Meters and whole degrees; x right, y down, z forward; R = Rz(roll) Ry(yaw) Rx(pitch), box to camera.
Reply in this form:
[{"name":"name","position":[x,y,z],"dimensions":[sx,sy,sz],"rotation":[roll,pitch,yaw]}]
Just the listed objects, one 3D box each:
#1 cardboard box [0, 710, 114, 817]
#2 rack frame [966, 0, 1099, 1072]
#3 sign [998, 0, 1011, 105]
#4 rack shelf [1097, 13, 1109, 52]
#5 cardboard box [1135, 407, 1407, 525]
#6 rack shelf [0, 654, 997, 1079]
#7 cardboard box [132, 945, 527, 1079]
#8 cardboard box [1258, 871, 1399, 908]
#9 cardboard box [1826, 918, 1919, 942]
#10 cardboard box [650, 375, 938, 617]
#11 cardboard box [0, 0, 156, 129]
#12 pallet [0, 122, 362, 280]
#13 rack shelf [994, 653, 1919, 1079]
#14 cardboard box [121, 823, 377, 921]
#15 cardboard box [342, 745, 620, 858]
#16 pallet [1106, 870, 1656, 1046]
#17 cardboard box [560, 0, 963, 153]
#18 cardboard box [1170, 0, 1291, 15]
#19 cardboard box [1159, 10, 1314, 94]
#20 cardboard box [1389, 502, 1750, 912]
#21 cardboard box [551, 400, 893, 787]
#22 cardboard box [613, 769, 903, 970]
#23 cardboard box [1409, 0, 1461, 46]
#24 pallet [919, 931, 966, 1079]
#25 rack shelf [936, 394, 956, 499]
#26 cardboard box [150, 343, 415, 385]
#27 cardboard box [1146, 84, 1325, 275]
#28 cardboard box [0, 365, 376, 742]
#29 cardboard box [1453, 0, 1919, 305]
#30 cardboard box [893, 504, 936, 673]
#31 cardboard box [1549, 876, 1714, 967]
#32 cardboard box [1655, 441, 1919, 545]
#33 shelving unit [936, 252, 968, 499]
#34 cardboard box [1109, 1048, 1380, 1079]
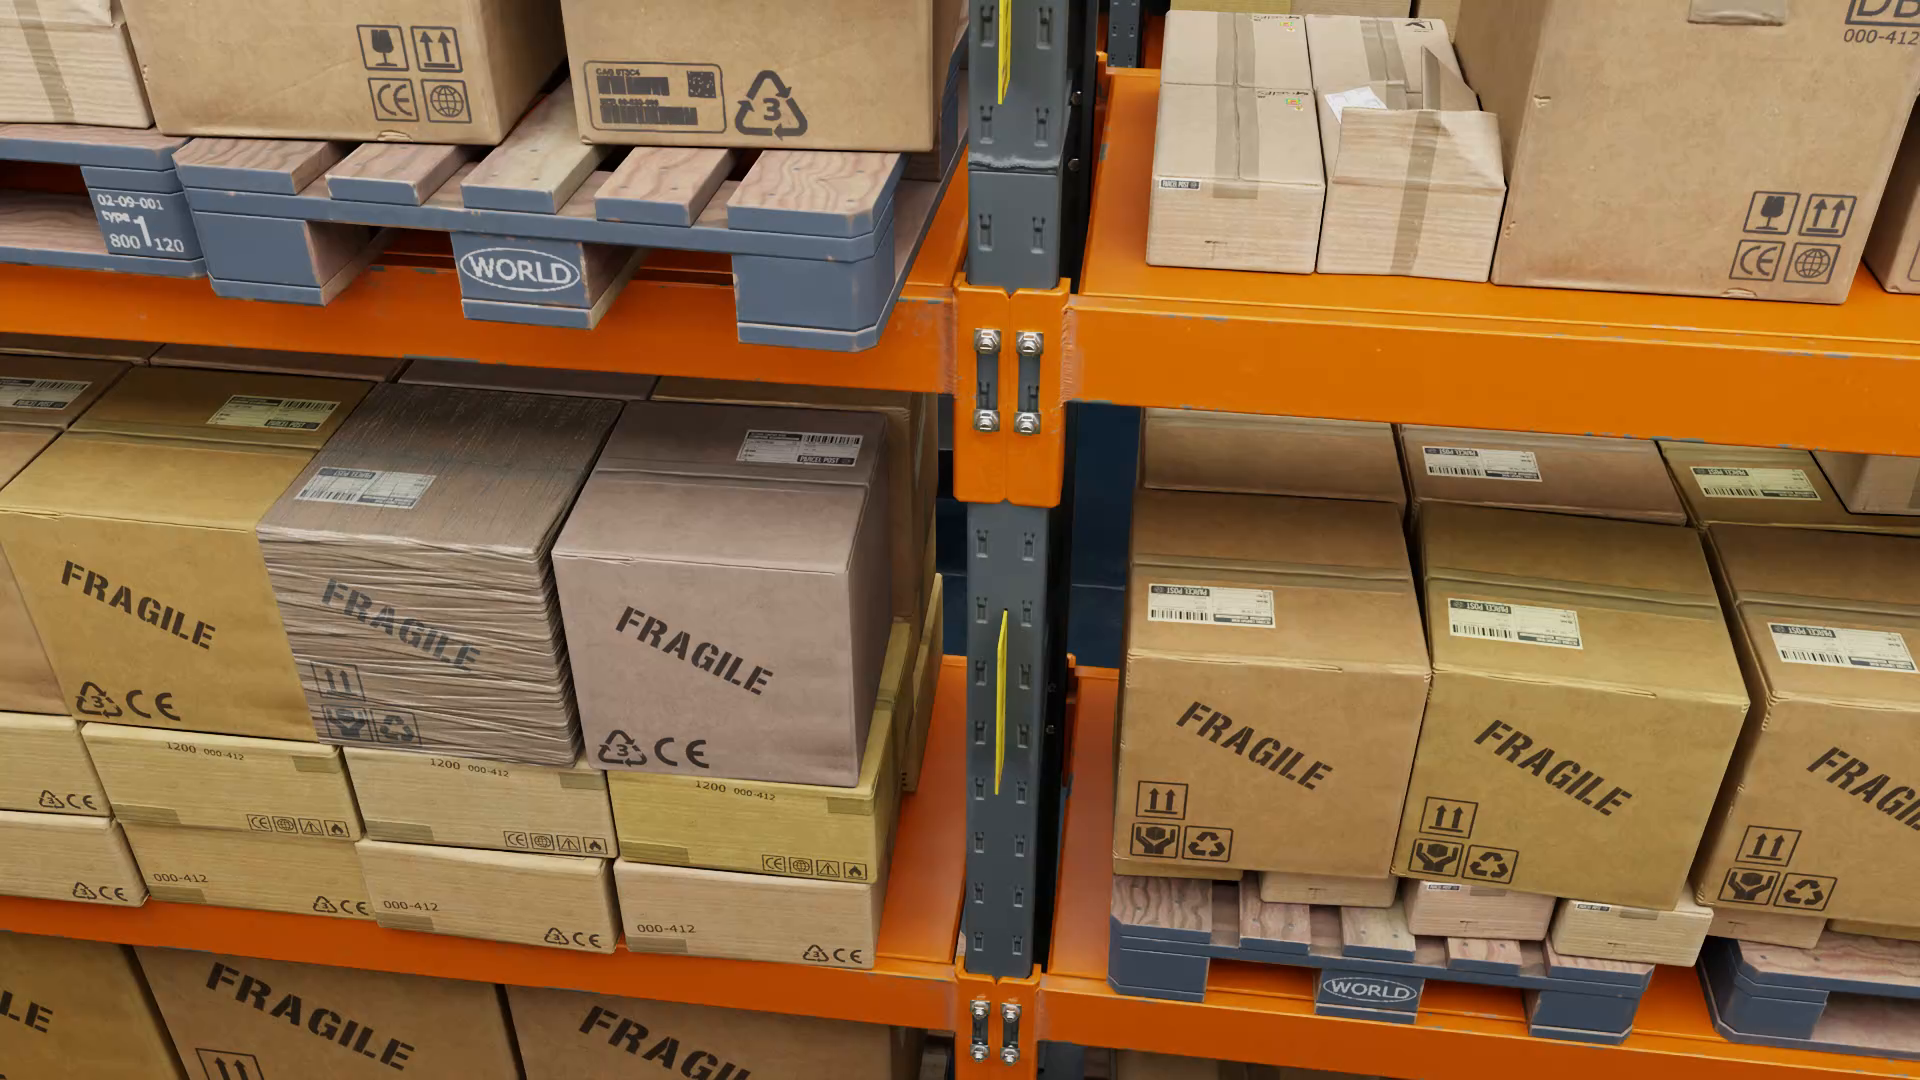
[{"name":"cardboard box","position":[-1.911,0.295,3.454],"dimensions":[0.500,0.250,0.500],"rotation":[3,36,5]},{"name":"rack frame","position":[0.136,0.427,3.570],"dimensions":[0.127,3.000,1.000],"rotation":[4,36,6]},{"name":"sign","position":[0.058,-0.718,2.078],"dimensions":[0.005,0.325,0.100],"rotation":[4,36,6]},{"name":"rack shelf","position":[-1.219,-2.289,7.994],"dimensions":[4.000,0.370,1.077],"rotation":[4,36,6]},{"name":"cardboard box","position":[0.623,-0.033,3.510],"dimensions":[0.500,0.500,0.500],"rotation":[3,36,5]},{"name":"rack shelf","position":[-1.847,0.571,3.986],"dimensions":[4.000,0.370,1.077],"rotation":[4,36,6]},{"name":"cardboard box","position":[-1.422,0.953,4.300],"dimensions":[0.875,0.875,0.875],"rotation":[5,36,7]},{"name":"cardboard box","position":[0.711,0.529,3.281],"dimensions":[0.250,0.149,0.380],"rotation":[2,36,3]},{"name":"cardboard box","position":[1.781,0.580,3.210],"dimensions":[0.250,0.149,0.380],"rotation":[6,36,8]},{"name":"cardboard box","position":[-0.322,-0.198,3.499],"dimensions":[0.500,0.500,0.500],"rotation":[3,36,4]},{"name":"cardboard box","position":[-1.274,-0.811,2.476],"dimensions":[0.258,0.266,0.396],"rotation":[3,36,5]},{"name":"pallet","position":[-1.619,-0.816,2.891],"dimensions":[1.213,0.211,1.003],"rotation":[6,36,8]},{"name":"rack shelf","position":[2.120,0.867,3.572],"dimensions":[4.000,0.370,1.077],"rotation":[4,36,6]},{"name":"cardboard box","position":[-1.404,0.525,3.562],"dimensions":[0.500,0.250,0.500],"rotation":[4,36,5]},{"name":"cardboard box","position":[-0.885,0.359,3.364],"dimensions":[0.500,0.250,0.500],"rotation":[3,36,5]},{"name":"pallet","position":[0.857,0.496,3.638],"dimensions":[1.003,0.211,1.213],"rotation":[4,36,6]},{"name":"cardboard box","position":[-0.257,-0.948,2.464],"dimensions":[0.637,0.503,0.797],"rotation":[2,36,3]},{"name":"cardboard box","position":[1.171,-2.388,7.213],"dimensions":[0.500,0.250,0.500],"rotation":[4,36,6]},{"name":"cardboard box","position":[0.476,-0.790,2.909],"dimensions":[0.250,0.149,0.380],"rotation":[4,36,6]},{"name":"cardboard box","position":[1.071,0.295,3.051],"dimensions":[0.500,0.500,0.500],"rotation":[6,36,8]},{"name":"cardboard box","position":[-0.410,0.091,3.093],"dimensions":[0.500,0.500,0.500],"rotation":[3,36,5]},{"name":"cardboard box","position":[-0.398,0.600,3.457],"dimensions":[0.500,0.250,0.500],"rotation":[3,36,4]},{"name":"cardboard box","position":[2.187,-2.316,7.111],"dimensions":[0.500,0.250,0.500],"rotation":[3,36,5]},{"name":"pallet","position":[-0.636,1.460,4.523],"dimensions":[1.213,0.211,1.003],"rotation":[4,36,6]},{"name":"rack shelf","position":[-0.164,-0.286,6.572],"dimensions":[0.480,0.518,0.431],"rotation":[4,36,6]},{"name":"cardboard box","position":[-1.326,-0.277,3.609],"dimensions":[0.500,0.500,0.500],"rotation":[5,36,7]},{"name":"cardboard box","position":[0.427,-0.571,2.602],"dimensions":[0.250,0.149,0.380],"rotation":[4,36,6]},{"name":"cardboard box","position":[-1.411,0.018,3.196],"dimensions":[0.500,0.500,0.500],"rotation":[4,36,6]},{"name":"cardboard box","position":[1.075,-0.759,2.563],"dimensions":[0.500,0.500,0.700],"rotation":[4,36,6]},{"name":"cardboard box","position":[-0.335,0.104,3.720],"dimensions":[0.500,0.250,0.500],"rotation":[4,36,6]},{"name":"cardboard box","position":[1.247,0.608,3.170],"dimensions":[0.250,0.149,0.380],"rotation":[4,36,6]},{"name":"cardboard box","position":[1.638,0.036,3.414],"dimensions":[0.500,0.500,0.500],"rotation":[2,36,3]},{"name":"shelving unit","position":[-0.164,-0.867,6.157],"dimensions":[0.503,2.100,0.431],"rotation":[4,36,6]},{"name":"cardboard box","position":[0.696,1.373,4.145],"dimensions":[0.625,0.372,0.950],"rotation":[2,36,3]}]
